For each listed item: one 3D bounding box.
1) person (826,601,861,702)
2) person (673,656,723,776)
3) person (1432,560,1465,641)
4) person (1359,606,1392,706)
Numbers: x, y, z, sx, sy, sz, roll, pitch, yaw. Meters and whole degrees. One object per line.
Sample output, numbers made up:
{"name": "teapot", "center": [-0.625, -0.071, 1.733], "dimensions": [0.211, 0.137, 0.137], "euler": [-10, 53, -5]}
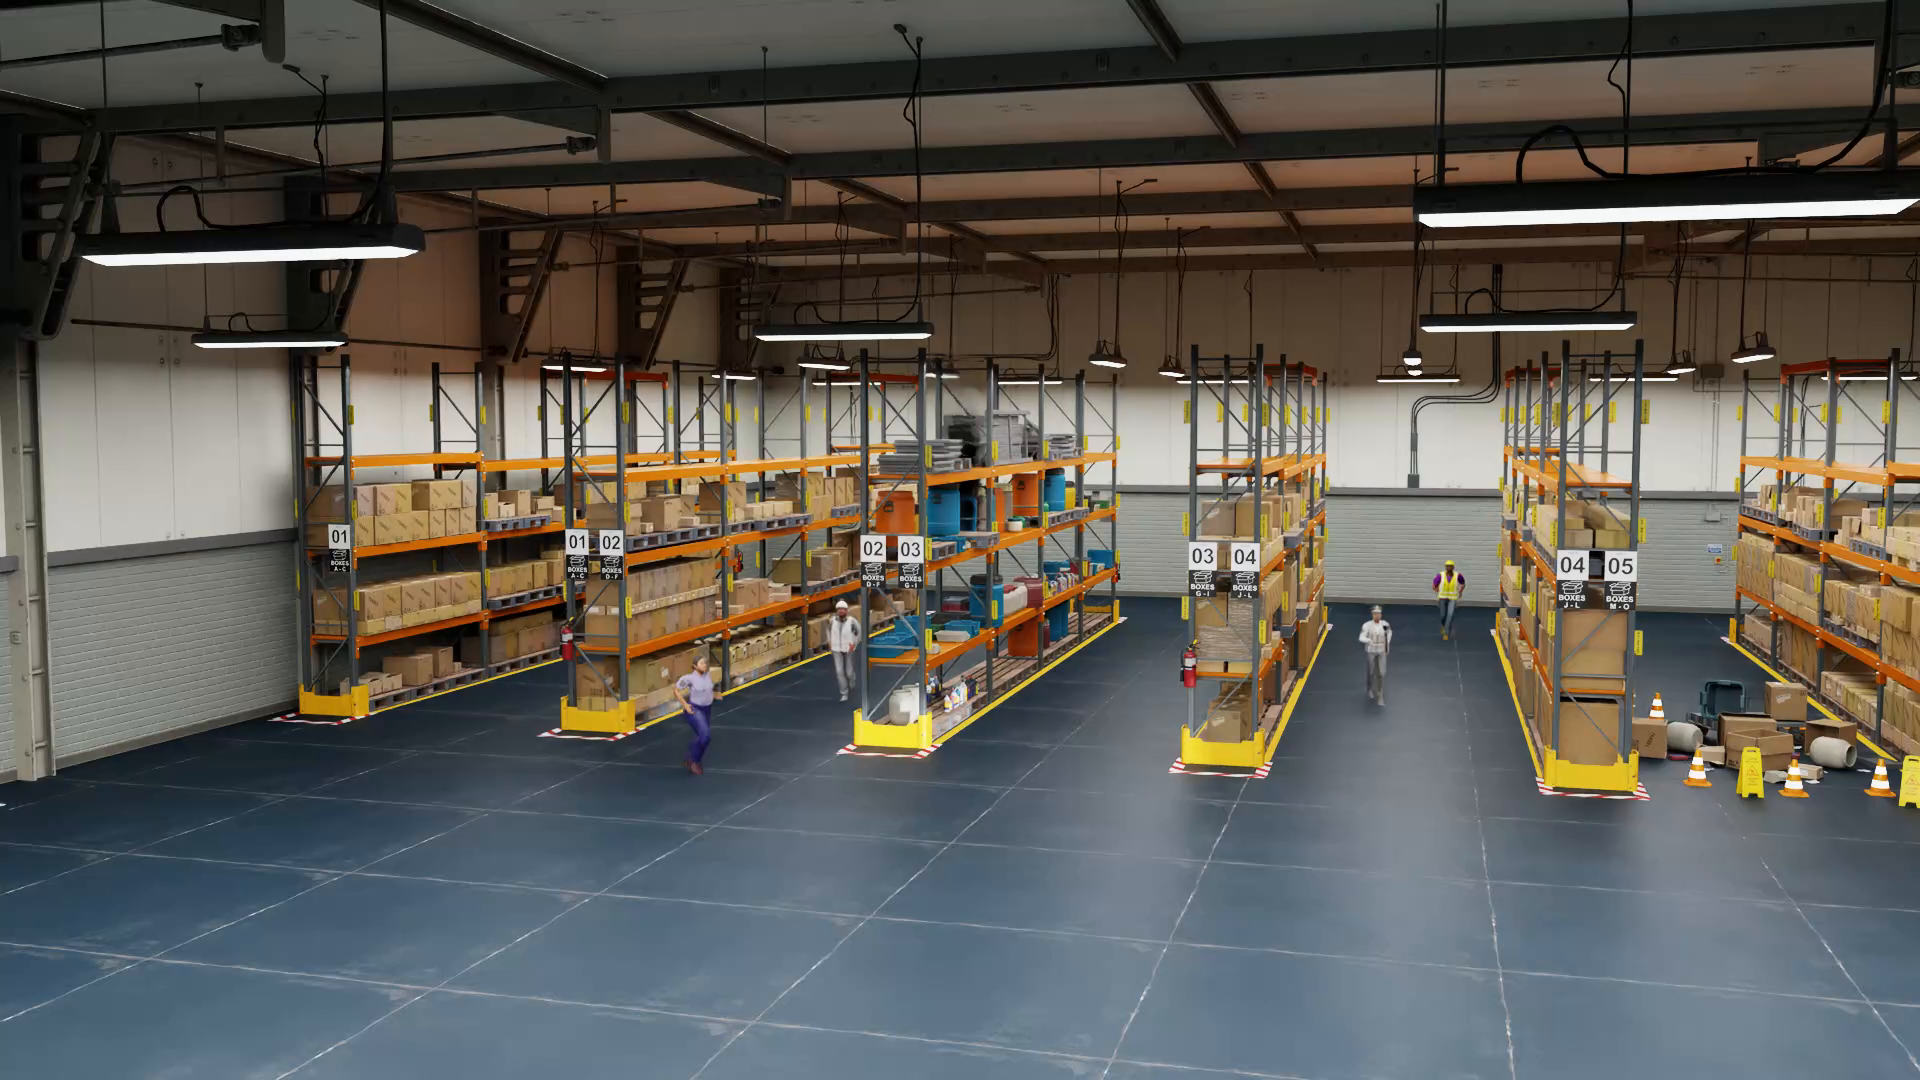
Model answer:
{"name": "person", "center": [-2.046, 1.940, 29.373], "dimensions": [0.680, 1.758, 0.806], "euler": [1, 4, 9]}
{"name": "person", "center": [-3.632, 2.454, 23.254], "dimensions": [0.673, 1.668, 0.579], "euler": [3, 5, 30]}
{"name": "person", "center": [10.928, 1.336, 37.213], "dimensions": [0.706, 1.779, 0.951], "euler": [1, 5, 19]}
{"name": "person", "center": [7.243, 1.994, 28.989], "dimensions": [0.570, 1.739, 0.831], "euler": [1, 4, 9]}
